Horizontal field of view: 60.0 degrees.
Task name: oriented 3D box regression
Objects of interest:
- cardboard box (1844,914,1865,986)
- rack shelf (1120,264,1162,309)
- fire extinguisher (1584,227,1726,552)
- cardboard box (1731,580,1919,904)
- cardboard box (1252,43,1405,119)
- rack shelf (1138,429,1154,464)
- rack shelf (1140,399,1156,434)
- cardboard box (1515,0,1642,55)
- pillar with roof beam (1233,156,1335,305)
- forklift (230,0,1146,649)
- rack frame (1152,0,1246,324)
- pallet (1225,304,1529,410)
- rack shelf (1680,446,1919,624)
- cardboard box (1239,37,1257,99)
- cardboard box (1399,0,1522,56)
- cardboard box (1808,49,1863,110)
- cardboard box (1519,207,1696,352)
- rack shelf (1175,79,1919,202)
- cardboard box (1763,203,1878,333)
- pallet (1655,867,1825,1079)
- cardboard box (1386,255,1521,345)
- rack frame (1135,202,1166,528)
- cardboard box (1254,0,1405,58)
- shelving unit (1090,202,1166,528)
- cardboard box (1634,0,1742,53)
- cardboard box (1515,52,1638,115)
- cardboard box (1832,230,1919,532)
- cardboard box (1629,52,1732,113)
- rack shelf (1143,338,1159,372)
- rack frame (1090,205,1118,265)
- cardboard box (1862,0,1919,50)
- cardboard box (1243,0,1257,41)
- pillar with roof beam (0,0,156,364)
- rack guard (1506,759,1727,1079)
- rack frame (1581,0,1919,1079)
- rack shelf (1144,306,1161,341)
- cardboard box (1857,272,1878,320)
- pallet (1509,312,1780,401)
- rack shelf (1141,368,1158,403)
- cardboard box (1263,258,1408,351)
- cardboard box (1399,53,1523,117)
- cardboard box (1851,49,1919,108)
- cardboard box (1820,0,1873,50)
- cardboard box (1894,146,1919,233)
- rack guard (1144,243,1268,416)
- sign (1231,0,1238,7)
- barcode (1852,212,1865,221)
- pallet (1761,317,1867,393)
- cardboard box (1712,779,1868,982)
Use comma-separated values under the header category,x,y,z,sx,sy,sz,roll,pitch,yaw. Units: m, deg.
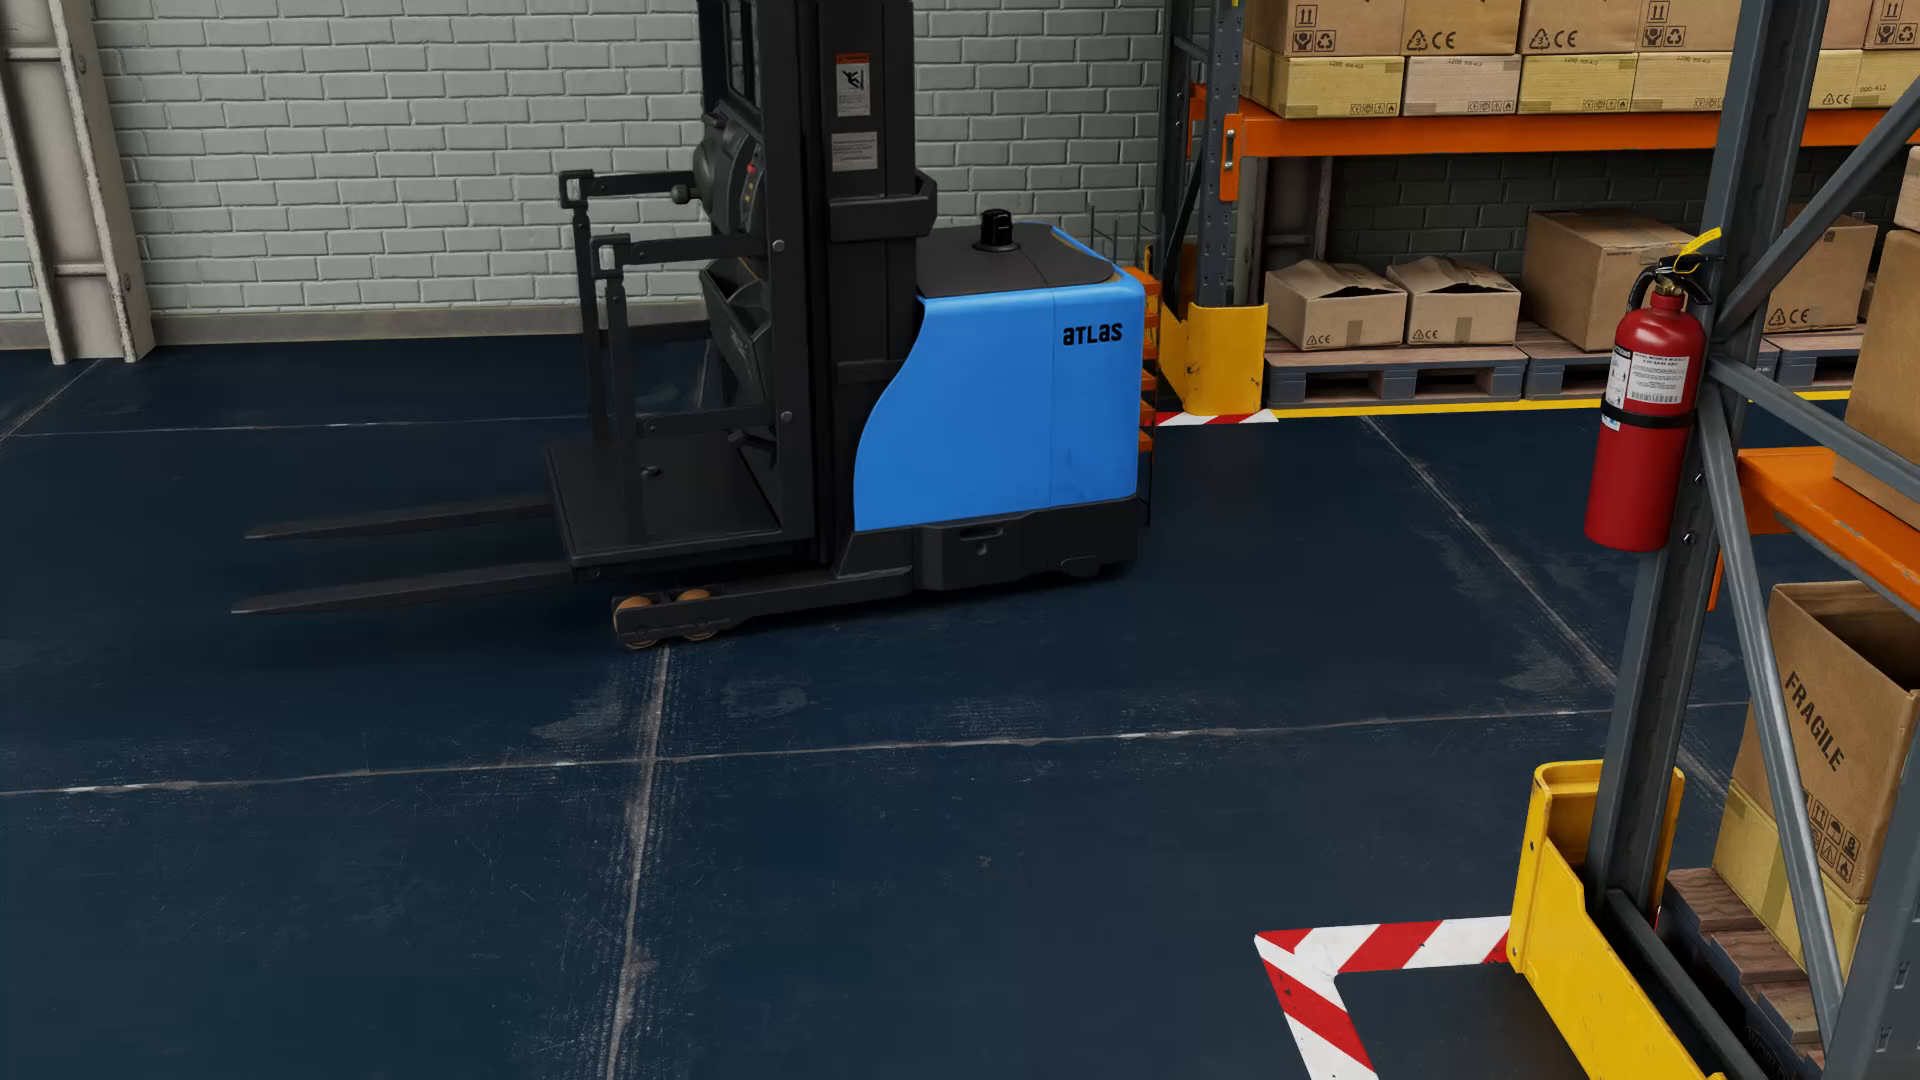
category,x,y,z,sx,sy,sz,roll,pitch,yaw
cardboard box,2.117,0.967,3.250,0.500,0.250,0.500,-2,24,-5
rack shelf,0.602,-0.918,6.062,0.180,0.103,0.258,-7,25,-16
fire extinguisher,1.398,-0.314,3.358,0.183,0.674,0.296,-2,24,-5
cardboard box,2.066,0.414,3.570,0.500,0.500,0.500,-2,24,-5
cardboard box,1.588,-2.000,7.217,0.500,0.250,0.500,-3,24,-7
rack shelf,0.602,-0.370,6.306,0.180,0.103,0.258,-7,25,-16
rack shelf,0.602,-0.480,6.257,0.180,0.103,0.258,-7,25,-16
cardboard box,2.583,-2.383,7.155,0.500,0.500,0.500,-3,24,-7
pillar with roof beam,2.106,-3.547,3.151,0.400,9.000,9.100,-2,24,-5
forklift,-0.936,-1.224,5.395,3.031,2.935,1.130,-7,25,-16
rack frame,1.071,-2.168,7.435,0.127,3.000,1.000,-2,24,-5
pallet,1.959,-0.915,8.049,1.213,0.211,1.003,-2,24,-5
rack shelf,3.552,0.083,3.256,4.000,0.370,1.077,-2,24,-5
cardboard box,1.517,-2.206,7.680,0.500,0.250,0.500,-2,24,-4
cardboard box,2.068,-2.365,7.114,0.500,0.500,0.500,-2,24,-5
cardboard box,3.614,-2.084,7.406,0.500,0.250,0.500,-2,24,-5
cardboard box,3.071,-1.250,7.905,0.500,0.500,0.700,-4,24,-8
rack shelf,3.061,-1.919,7.761,4.000,0.370,1.077,-2,24,-5
cardboard box,4.023,-1.329,8.083,0.500,0.500,0.500,-4,24,-9
pallet,2.319,1.061,3.604,1.213,0.211,1.003,-2,24,-5
cardboard box,2.336,-1.155,7.923,0.500,0.311,0.500,0,24,-1
rack frame,0.689,-0.641,6.216,0.006,1.200,0.240,-7,25,-16
cardboard box,1.576,-2.349,7.079,0.500,0.500,0.500,-2,24,-5
shelving unit,0.602,-0.630,6.190,0.189,1.200,0.258,-7,25,-16
cardboard box,3.096,-2.408,7.212,0.500,0.500,0.500,-2,24,-3
cardboard box,2.611,-2.044,7.317,0.500,0.250,0.500,-3,24,-6
cardboard box,2.027,-0.225,2.941,0.500,0.500,0.700,-2,24,-5
cardboard box,3.114,-2.064,7.360,0.500,0.250,0.500,-2,24,-5
rack shelf,0.602,-0.699,6.160,0.180,0.103,0.258,-7,25,-16
rack frame,0.515,-0.619,6.165,0.006,1.200,0.240,-7,25,-16
cardboard box,4.115,-2.445,7.295,0.500,0.500,0.500,-2,24,-5
cardboard box,1.519,-2.556,7.545,0.500,0.500,0.500,-3,24,-6
pillar with roof beam,-3.865,-3.308,2.612,0.400,9.000,9.100,-2,24,-5
rack guard,1.538,0.977,3.436,0.348,0.500,1.175,-2,24,-5
rack frame,1.562,-0.166,2.931,0.127,3.000,1.000,-2,24,-5
rack shelf,0.602,-0.809,6.111,0.180,0.103,0.258,-7,25,-16
cardboard box,4.522,-1.201,8.205,0.250,0.166,0.380,-5,25,-12
pallet,3.170,-0.963,8.156,1.213,0.211,1.003,-2,24,-5
rack shelf,0.602,-0.589,6.208,0.180,0.103,0.258,-7,25,-16
cardboard box,1.768,-1.132,7.872,0.500,0.311,0.500,-5,24,-11
cardboard box,2.103,-2.027,7.276,0.500,0.250,0.500,-3,24,-7
cardboard box,4.113,-2.111,7.465,0.500,0.250,0.500,-2,24,-5
cardboard box,3.613,-2.429,7.259,0.500,0.500,0.500,-3,24,-7
cardboard box,1.923,-0.601,2.986,0.250,0.149,0.380,-3,24,-6
rack guard,1.147,-1.029,7.950,0.348,0.500,1.175,-2,24,-5
sign,1.125,-2.345,6.766,0.005,0.325,0.100,-2,24,-5
barcode,4.491,-1.608,8.317,0.075,0.075,0.001,-2,24,-5
pallet,4.387,-1.013,8.268,1.213,0.211,1.003,-2,24,-5
cardboard box,2.066,0.758,3.721,0.500,0.250,0.500,-2,24,-5
